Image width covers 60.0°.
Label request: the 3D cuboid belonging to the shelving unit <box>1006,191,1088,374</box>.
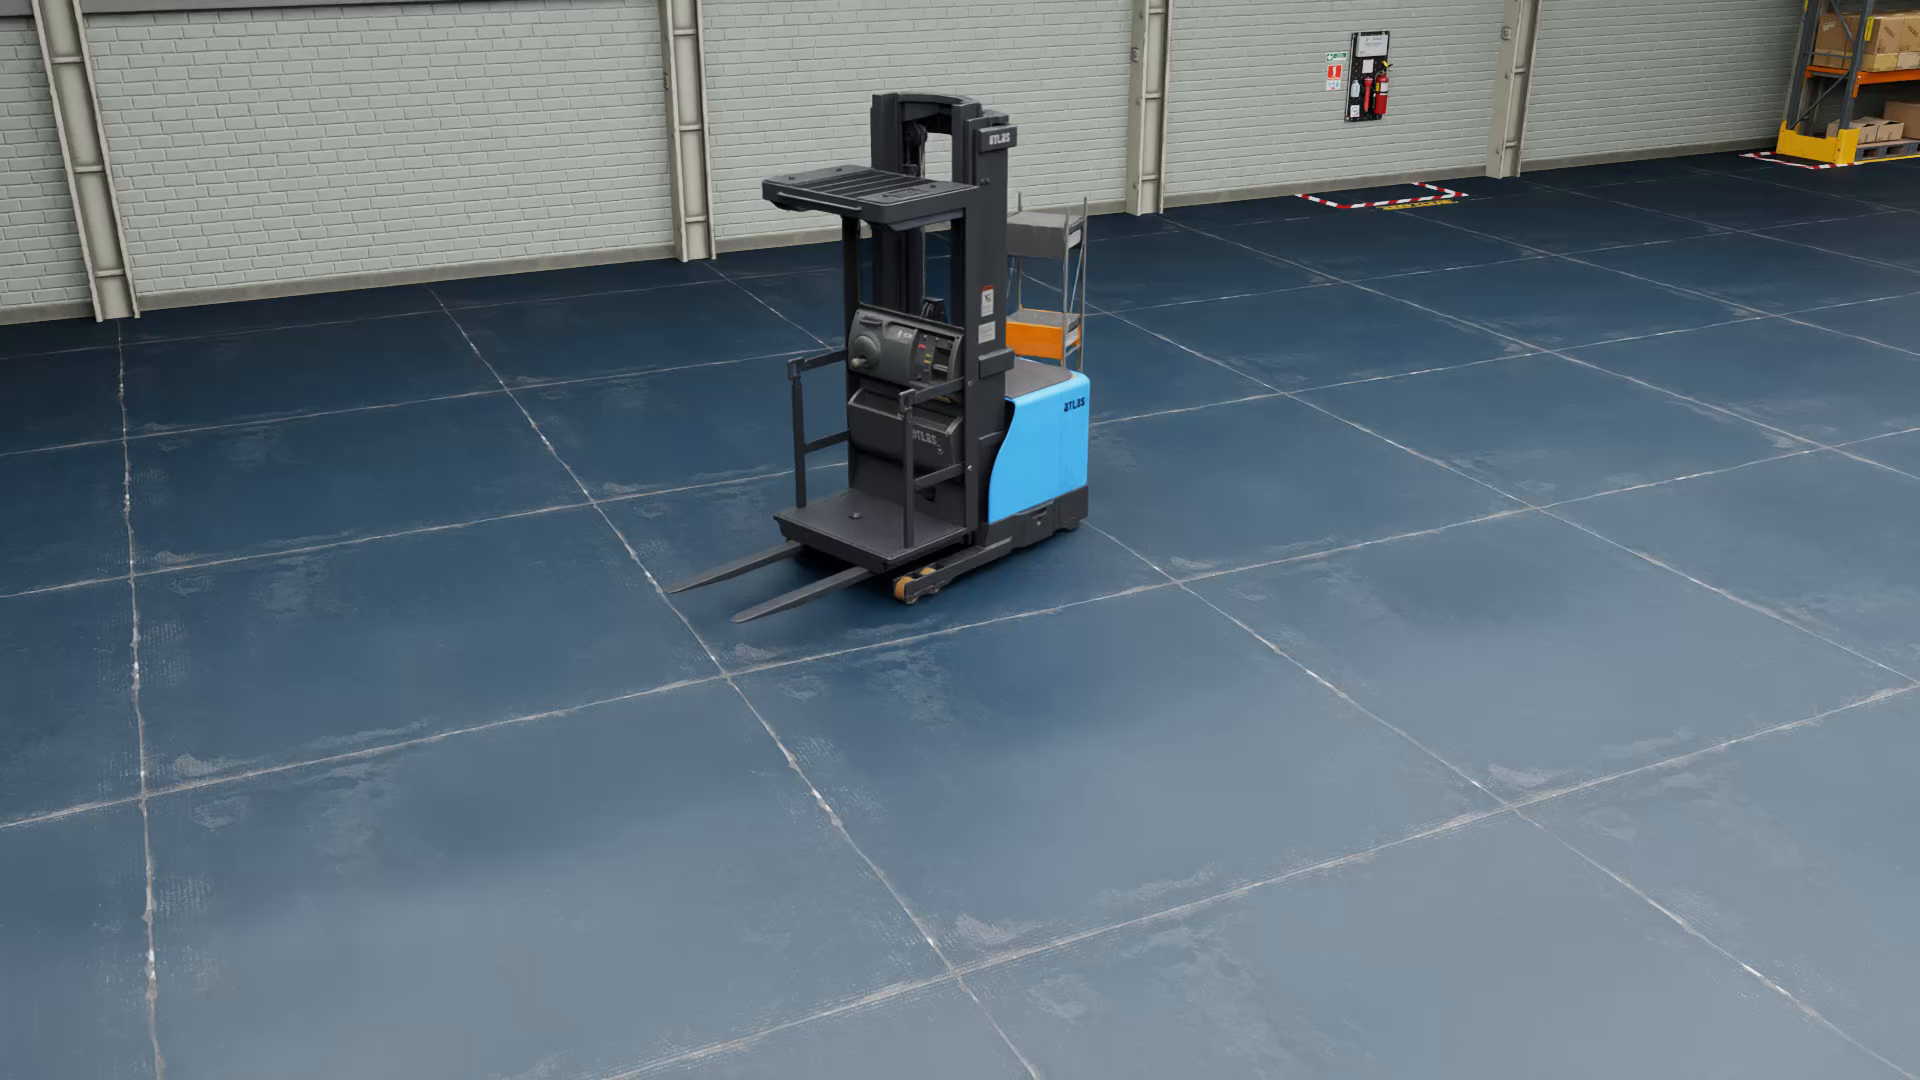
[{"bbox_3d":[0.573,-1.375,11.826,0.503,2.100,0.431,9,24,22],"label":"shelving unit"}]

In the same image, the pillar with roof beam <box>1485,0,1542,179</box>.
[{"bbox_3d":[9.649,-7.903,18.577,0.400,9.000,9.100,-10,25,-24],"label":"pillar with roof beam"}]

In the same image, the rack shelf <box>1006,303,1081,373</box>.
[{"bbox_3d":[0.573,-1.362,11.831,0.480,0.518,0.431,9,24,22],"label":"rack shelf"}]

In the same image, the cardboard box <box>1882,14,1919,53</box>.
[{"bbox_3d":[13.942,-7.537,24.725,0.500,0.500,0.500,-10,25,-23],"label":"cardboard box"}]

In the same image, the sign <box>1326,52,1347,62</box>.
[{"bbox_3d":[5.003,-6.421,22.101,0.331,0.109,0.001,-10,25,-24],"label":"sign"}]

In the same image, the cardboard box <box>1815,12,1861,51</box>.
[{"bbox_3d":[13.265,-7.634,24.960,0.500,0.500,0.500,-11,25,-24],"label":"cardboard box"}]

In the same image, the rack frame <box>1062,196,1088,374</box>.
[{"bbox_3d":[0.796,-1.338,11.736,0.015,2.100,0.400,9,24,22],"label":"rack frame"}]

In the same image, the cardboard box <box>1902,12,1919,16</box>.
[{"bbox_3d":[14.411,-7.620,24.927,0.500,0.500,0.500,-11,25,-25],"label":"cardboard box"}]

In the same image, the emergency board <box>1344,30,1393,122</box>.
[{"bbox_3d":[5.538,-6.218,22.350,0.643,1.169,0.194,-10,25,-24],"label":"emergency board"}]

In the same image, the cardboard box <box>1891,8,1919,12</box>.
[{"bbox_3d":[14.640,-7.885,25.566,0.500,0.500,0.500,-10,25,-23],"label":"cardboard box"}]

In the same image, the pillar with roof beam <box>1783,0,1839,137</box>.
[{"bbox_3d":[15.055,-8.899,20.982,0.400,9.000,9.100,-10,25,-24],"label":"pillar with roof beam"}]

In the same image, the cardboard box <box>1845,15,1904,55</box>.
[{"bbox_3d":[13.493,-7.458,24.535,0.500,0.500,0.500,-10,25,-24],"label":"cardboard box"}]

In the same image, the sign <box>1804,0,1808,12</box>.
[{"bbox_3d":[12.710,-8.072,24.901,0.005,0.325,0.100,-10,25,-24],"label":"sign"}]

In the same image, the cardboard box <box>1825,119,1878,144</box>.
[{"bbox_3d":[13.595,-6.241,25.345,0.500,0.311,0.500,-14,26,-30],"label":"cardboard box"}]

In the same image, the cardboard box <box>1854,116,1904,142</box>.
[{"bbox_3d":[14.108,-6.335,25.573,0.500,0.311,0.500,-8,24,-19],"label":"cardboard box"}]

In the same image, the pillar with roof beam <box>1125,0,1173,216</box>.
[{"bbox_3d":[4.242,-6.908,16.173,0.400,9.000,9.100,-10,25,-24],"label":"pillar with roof beam"}]

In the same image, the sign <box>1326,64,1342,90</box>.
[{"bbox_3d":[4.995,-6.179,22.208,0.234,0.329,0.001,-10,25,-24],"label":"sign"}]

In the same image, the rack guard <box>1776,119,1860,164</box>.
[{"bbox_3d":[13.001,-6.054,25.221,0.348,0.500,1.175,-10,25,-24],"label":"rack guard"}]

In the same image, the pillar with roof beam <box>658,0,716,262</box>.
[{"bbox_3d":[-1.164,-5.913,13.769,0.400,9.000,9.100,-10,25,-24],"label":"pillar with roof beam"}]

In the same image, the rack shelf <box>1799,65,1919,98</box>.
[{"bbox_3d":[14.734,-7.195,25.652,4.000,0.370,1.077,-10,25,-24],"label":"rack shelf"}]

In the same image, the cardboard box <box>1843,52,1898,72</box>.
[{"bbox_3d":[13.510,-7.108,24.669,0.500,0.250,0.500,-11,25,-25],"label":"cardboard box"}]

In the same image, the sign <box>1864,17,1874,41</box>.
[{"bbox_3d":[13.168,-7.409,24.095,0.005,0.325,0.100,-10,25,-24],"label":"sign"}]

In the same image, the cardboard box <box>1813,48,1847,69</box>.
[{"bbox_3d":[13.269,-7.280,25.086,0.500,0.250,0.500,-10,25,-23],"label":"cardboard box"}]

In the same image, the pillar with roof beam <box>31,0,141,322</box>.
[{"bbox_3d":[-6.570,-4.918,11.364,0.400,9.000,9.100,-10,25,-24],"label":"pillar with roof beam"}]

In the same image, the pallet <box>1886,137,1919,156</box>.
[{"bbox_3d":[14.846,-6.244,26.058,1.213,0.211,1.003,-10,25,-24],"label":"pallet"}]

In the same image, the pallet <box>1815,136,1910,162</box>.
[{"bbox_3d":[13.748,-6.043,25.572,1.213,0.211,1.003,-10,25,-24],"label":"pallet"}]

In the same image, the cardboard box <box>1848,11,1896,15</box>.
[{"bbox_3d":[13.723,-7.714,25.153,0.500,0.500,0.500,-10,25,-23],"label":"cardboard box"}]

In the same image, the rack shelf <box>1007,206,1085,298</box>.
[{"bbox_3d":[0.573,-2.009,11.564,0.480,0.518,0.431,9,24,22],"label":"rack shelf"}]

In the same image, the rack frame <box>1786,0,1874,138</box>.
[{"bbox_3d":[12.932,-7.196,24.713,0.127,3.000,1.000,-10,25,-24],"label":"rack frame"}]

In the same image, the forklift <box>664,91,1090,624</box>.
[{"bbox_3d":[-0.492,-1.181,10.270,1.130,2.935,3.031,20,30,39],"label":"forklift"}]

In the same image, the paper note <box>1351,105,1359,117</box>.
[{"bbox_3d":[5.349,-5.806,22.505,0.142,0.148,0.016,-10,25,-24],"label":"paper note"}]

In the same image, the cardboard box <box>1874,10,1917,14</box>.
[{"bbox_3d":[14.187,-7.801,25.364,0.500,0.500,0.500,-11,25,-25],"label":"cardboard box"}]

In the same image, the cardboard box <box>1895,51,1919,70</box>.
[{"bbox_3d":[13.971,-7.199,24.889,0.500,0.250,0.500,-11,25,-25],"label":"cardboard box"}]

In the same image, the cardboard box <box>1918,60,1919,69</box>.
[{"bbox_3d":[14.433,-7.281,25.088,0.500,0.250,0.500,-11,25,-24],"label":"cardboard box"}]

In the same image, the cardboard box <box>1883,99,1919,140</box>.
[{"bbox_3d":[14.791,-6.527,25.790,0.500,0.500,0.700,-12,25,-27],"label":"cardboard box"}]

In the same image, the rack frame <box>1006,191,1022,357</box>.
[{"bbox_3d":[0.349,-1.412,11.916,0.015,2.100,0.400,9,24,22],"label":"rack frame"}]
